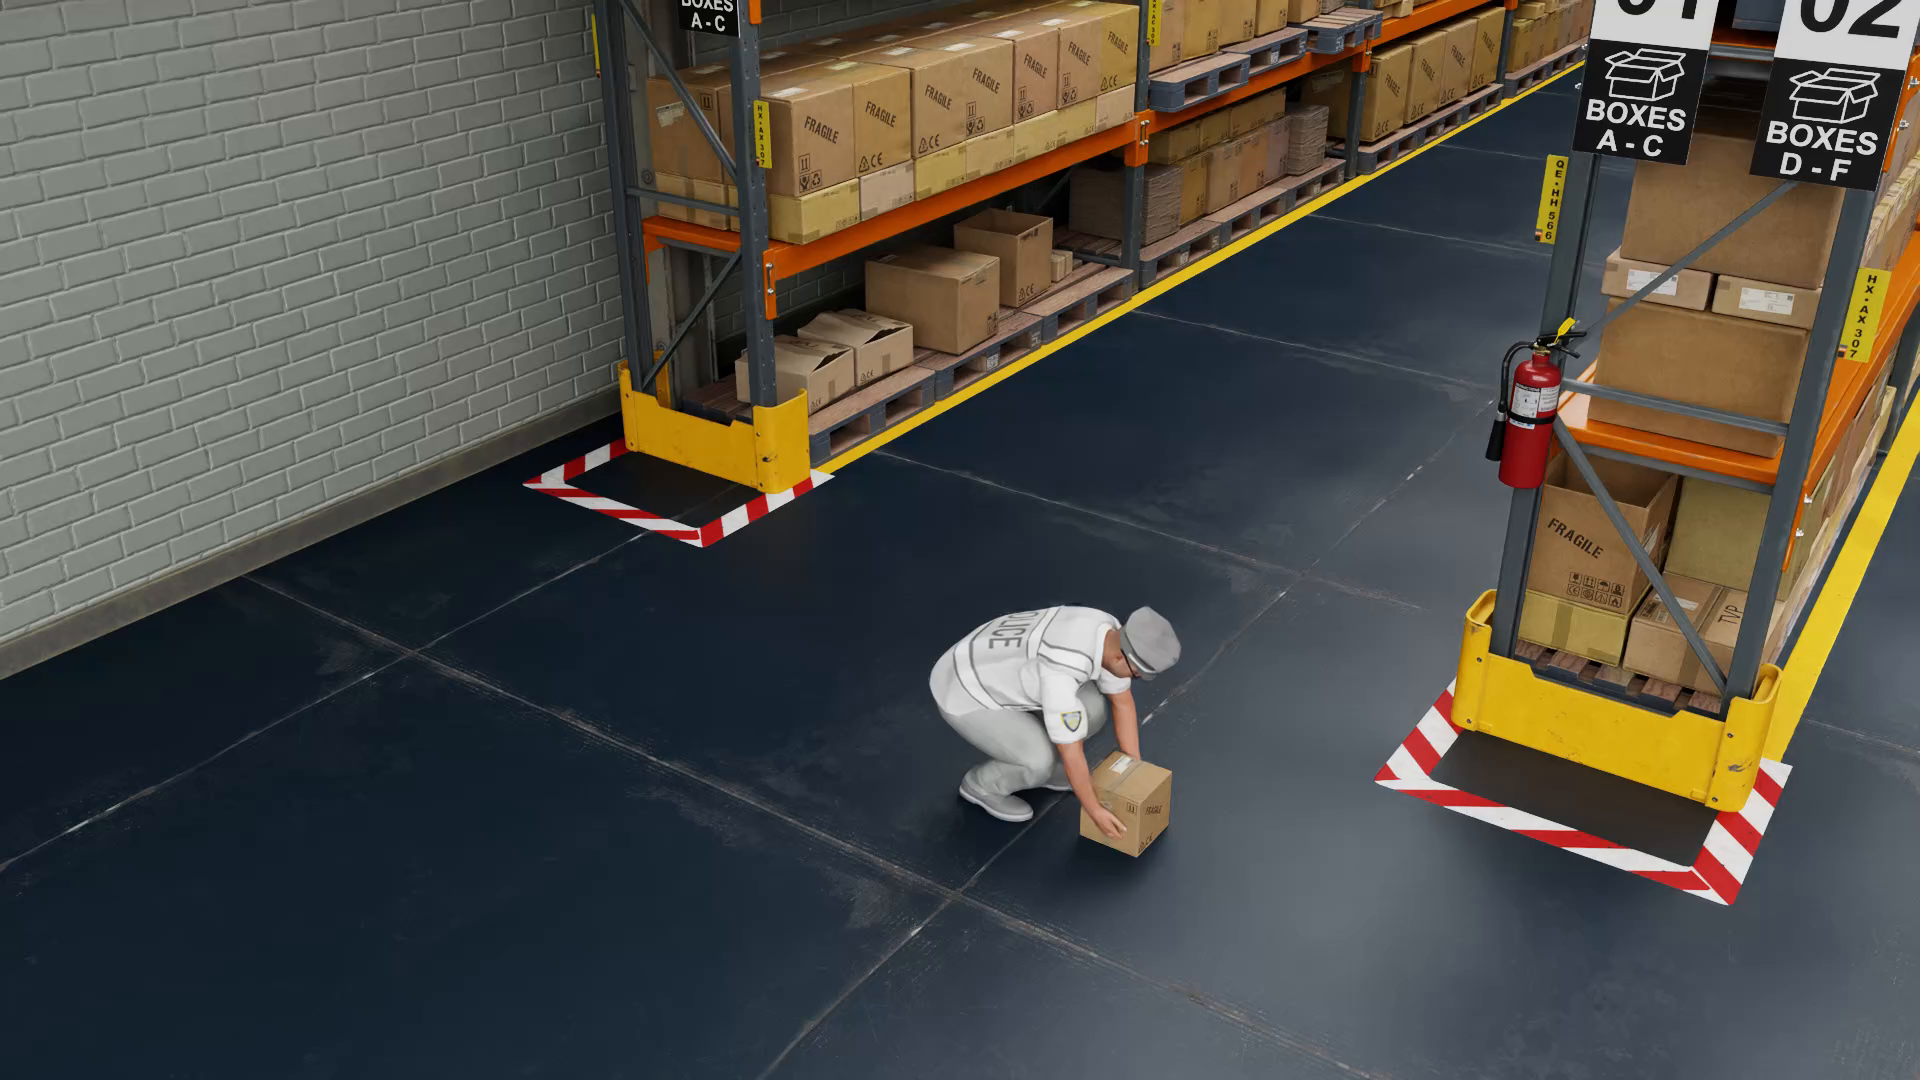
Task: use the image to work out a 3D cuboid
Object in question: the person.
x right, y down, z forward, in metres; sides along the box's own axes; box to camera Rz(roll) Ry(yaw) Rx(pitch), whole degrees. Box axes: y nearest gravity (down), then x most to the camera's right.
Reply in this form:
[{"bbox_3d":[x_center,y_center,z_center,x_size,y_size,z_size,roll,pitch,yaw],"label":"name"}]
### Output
[{"bbox_3d":[0.356,0.614,6.326,0.953,0.920,0.562,17,32,30],"label":"person"}]
